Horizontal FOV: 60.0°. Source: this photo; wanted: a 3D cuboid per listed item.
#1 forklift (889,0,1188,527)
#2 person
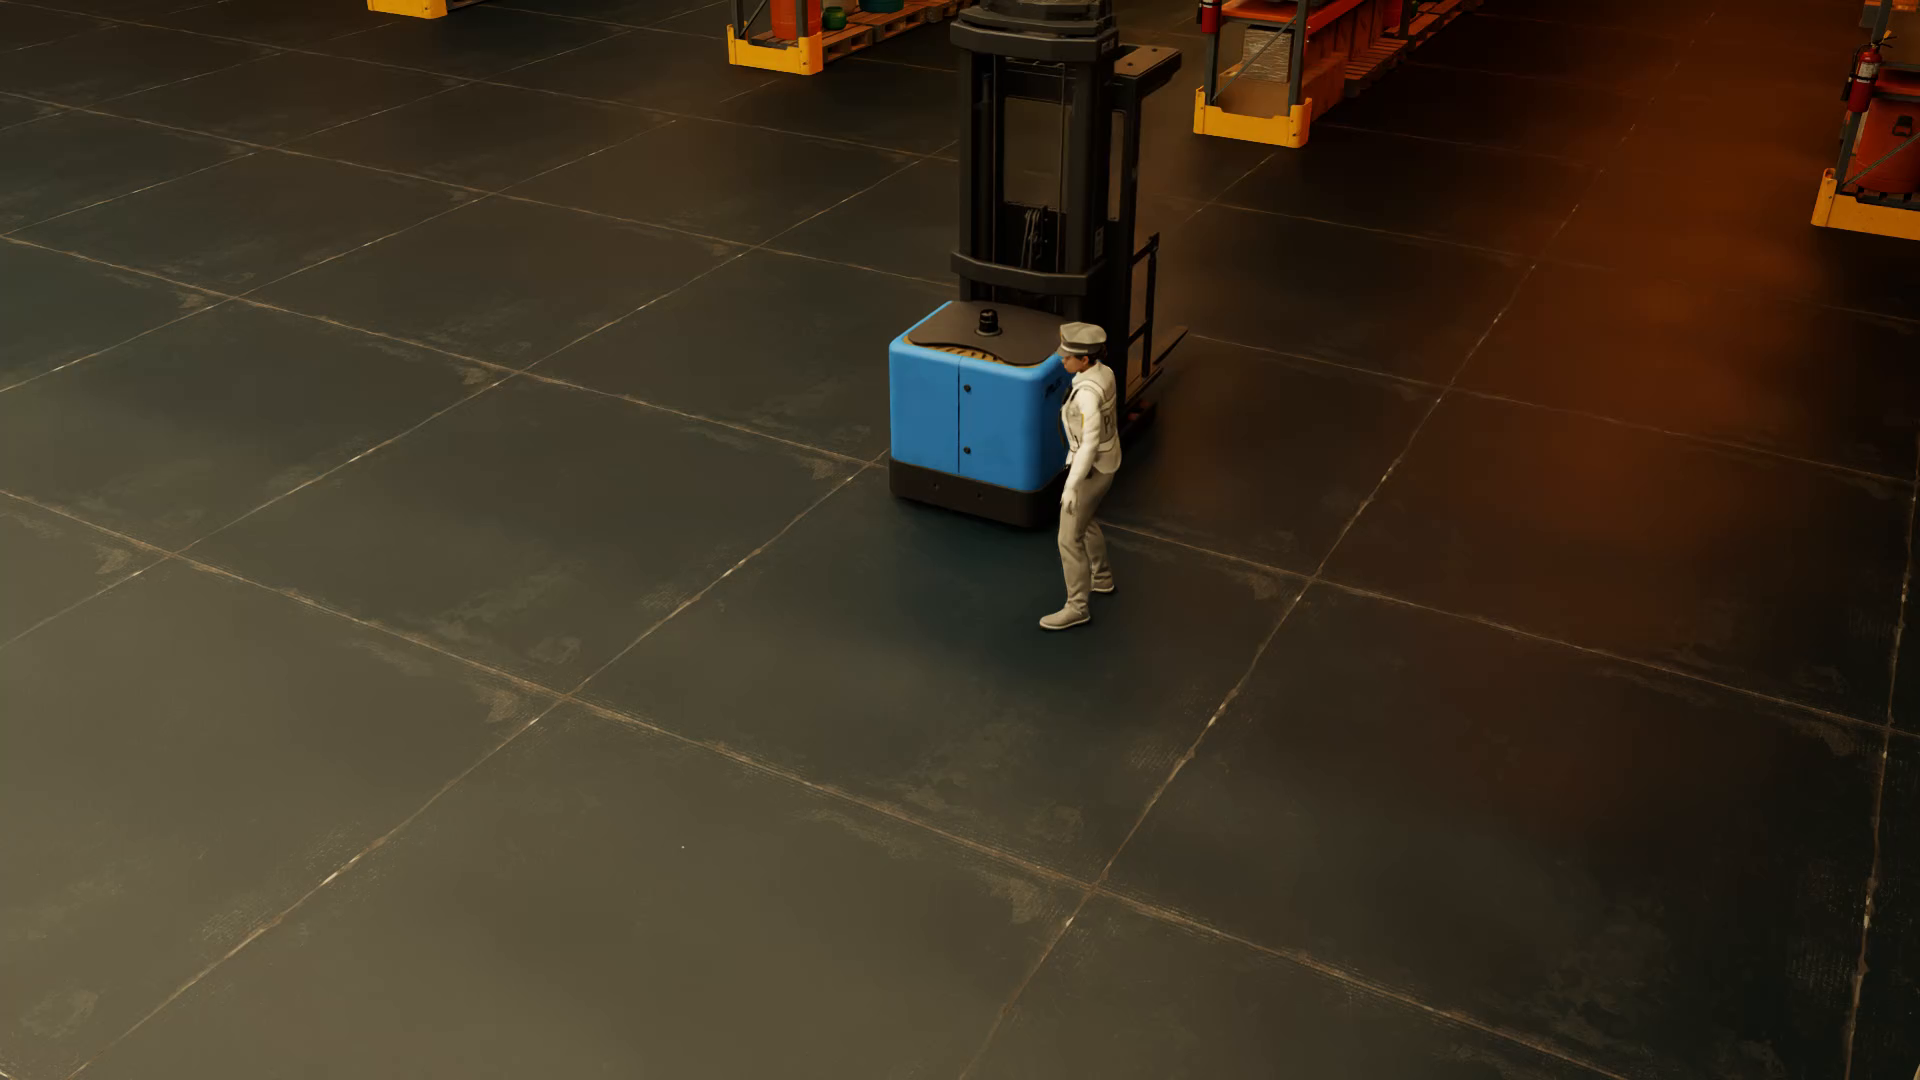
[{"bbox_3d":[0.688,-2.056,10.633,1.130,2.935,3.031,15,33,24],"label":"forklift"},{"bbox_3d":[0.684,-0.379,9.027,0.365,1.641,0.753,6,31,11],"label":"person"}]
